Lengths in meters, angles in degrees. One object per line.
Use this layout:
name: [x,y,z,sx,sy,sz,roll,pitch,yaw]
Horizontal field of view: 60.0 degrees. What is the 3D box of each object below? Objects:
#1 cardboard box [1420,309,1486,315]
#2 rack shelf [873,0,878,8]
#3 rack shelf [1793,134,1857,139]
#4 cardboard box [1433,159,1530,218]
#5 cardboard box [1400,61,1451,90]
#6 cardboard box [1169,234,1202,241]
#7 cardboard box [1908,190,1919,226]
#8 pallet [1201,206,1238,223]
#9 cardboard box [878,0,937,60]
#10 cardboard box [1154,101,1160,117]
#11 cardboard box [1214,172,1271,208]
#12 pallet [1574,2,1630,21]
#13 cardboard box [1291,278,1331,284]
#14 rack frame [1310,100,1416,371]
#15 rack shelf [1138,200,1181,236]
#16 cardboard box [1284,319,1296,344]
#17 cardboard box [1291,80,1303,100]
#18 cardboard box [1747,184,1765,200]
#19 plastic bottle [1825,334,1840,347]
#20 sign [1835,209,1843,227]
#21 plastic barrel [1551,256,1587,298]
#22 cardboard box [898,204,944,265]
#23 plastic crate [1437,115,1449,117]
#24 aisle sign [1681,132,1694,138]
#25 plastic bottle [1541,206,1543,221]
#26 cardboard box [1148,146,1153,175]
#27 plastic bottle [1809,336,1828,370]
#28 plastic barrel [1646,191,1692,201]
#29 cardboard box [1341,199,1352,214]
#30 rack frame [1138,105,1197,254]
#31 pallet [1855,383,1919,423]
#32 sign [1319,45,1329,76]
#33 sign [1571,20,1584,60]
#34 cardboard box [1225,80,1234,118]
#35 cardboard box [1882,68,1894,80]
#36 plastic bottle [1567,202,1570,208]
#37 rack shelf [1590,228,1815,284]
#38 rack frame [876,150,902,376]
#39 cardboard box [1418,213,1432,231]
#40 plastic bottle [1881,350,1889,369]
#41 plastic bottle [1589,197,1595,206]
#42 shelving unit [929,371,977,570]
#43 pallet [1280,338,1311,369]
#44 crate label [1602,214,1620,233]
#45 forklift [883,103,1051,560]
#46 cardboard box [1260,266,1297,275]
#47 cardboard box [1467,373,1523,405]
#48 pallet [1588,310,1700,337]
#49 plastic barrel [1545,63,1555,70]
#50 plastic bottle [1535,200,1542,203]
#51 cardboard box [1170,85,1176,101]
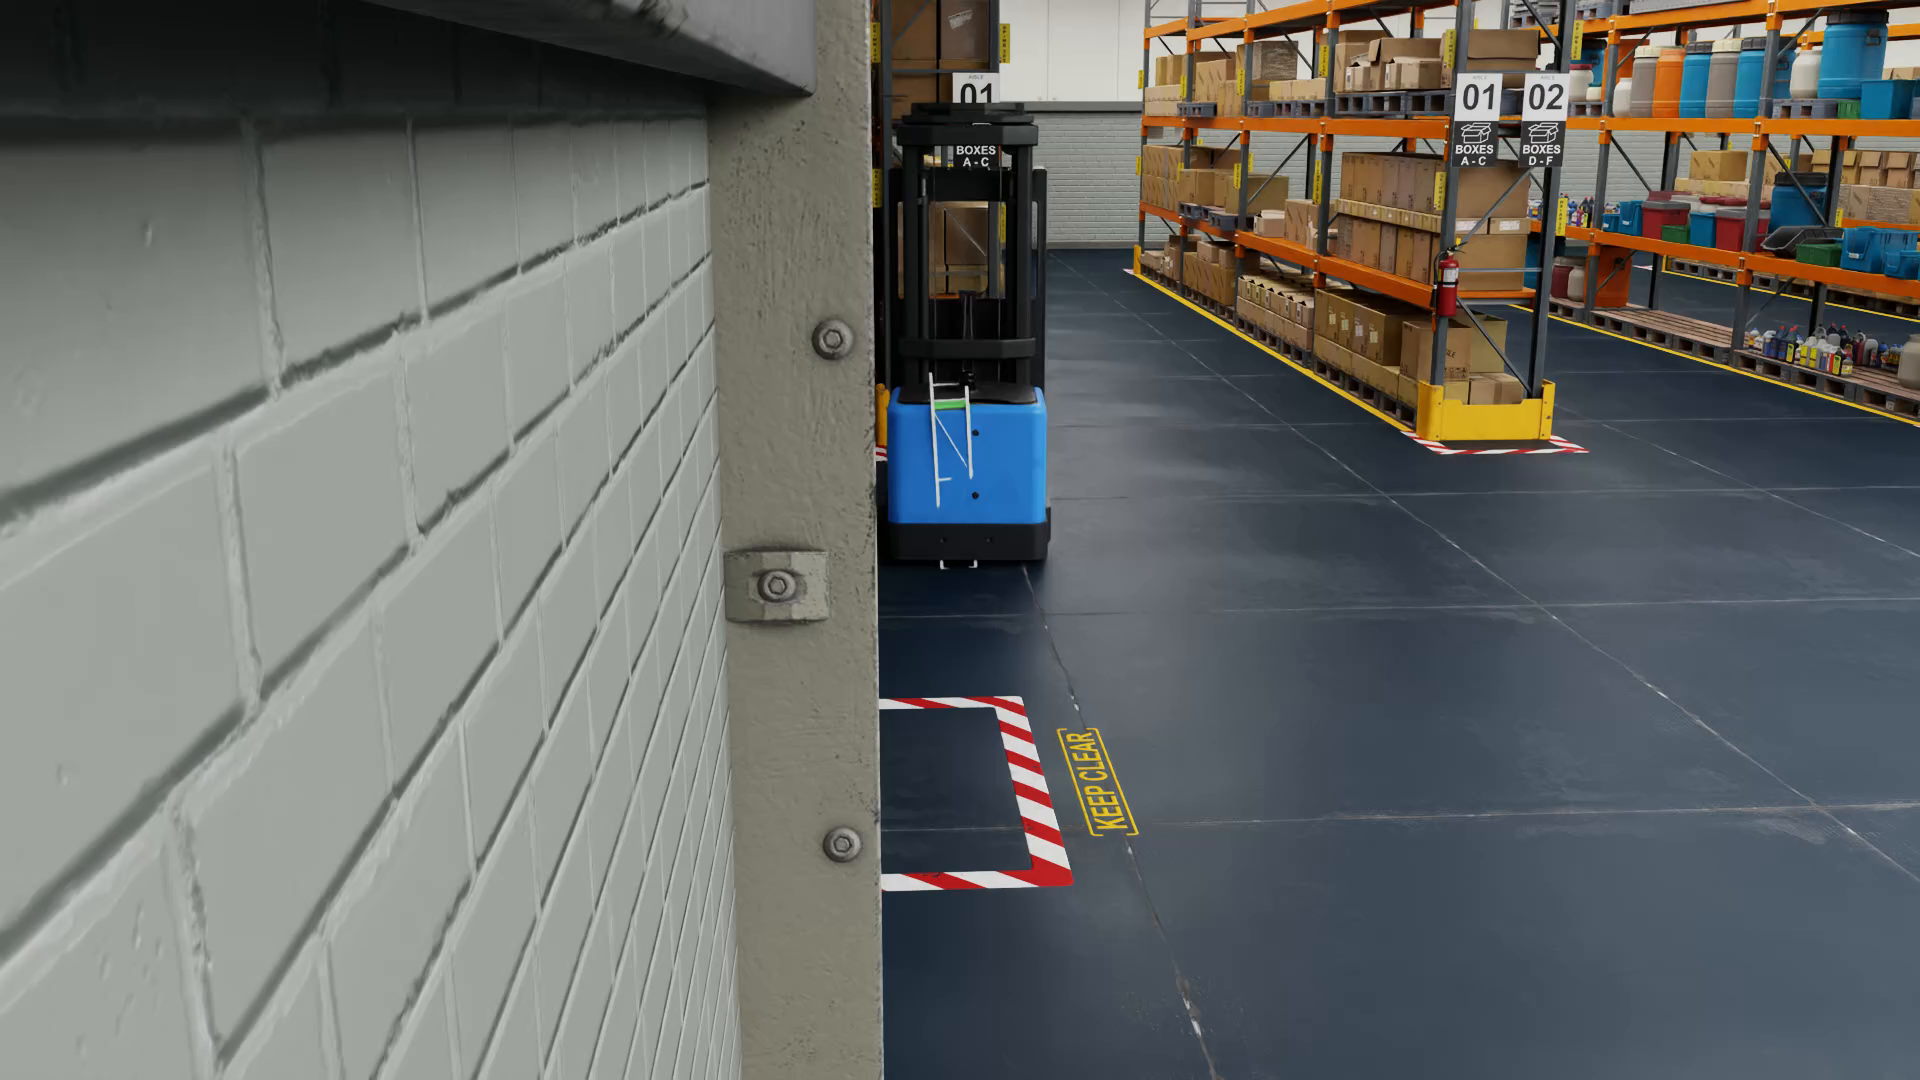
cardboard box: [4.890,-2.025,16.547,0.500,0.500,0.500,-1,14,-3]
rack shelf: [-0.290,-5.380,15.827,1.077,0.370,4.000,-1,14,-3]
rack shelf: [14.045,-6.148,24.825,1.077,0.370,4.000,-1,14,-3]
cardboard box: [4.758,-3.211,15.182,0.700,0.500,0.500,-1,14,-3]
cardboard box: [4.443,-4.338,15.525,0.500,0.250,0.500,-1,14,-3]
cardboard box: [4.066,-5.255,30.064,0.500,0.500,0.500,-1,14,-3]
cardboard box: [13.892,-4.714,23.626,0.500,0.500,0.500,0,14,-2]
pallet: [4.157,-4.785,24.489,1.003,0.211,1.213,-1,14,-3]
cardboard box: [-0.454,-4.425,14.440,0.500,0.500,0.500,0,14,-1]
cardboard box: [3.615,-7.383,28.484,0.500,0.250,0.500,-1,14,-3]
cardboard box: [4.205,-5.202,24.683,0.700,0.500,0.500,-5,15,-18]
pallet: [9.212,-7.270,22.904,1.213,0.211,1.003,-1,14,-3]
cardboard box: [4.599,-3.282,21.812,0.500,0.311,0.500,-1,14,-4]
rack frame: [4.530,-3.399,18.719,1.000,3.000,0.127,-1,14,-3]
rack shelf: [3.910,-5.538,28.475,1.077,0.370,4.000,-1,14,-3]
cardboard box: [4.185,-2.496,19.882,0.500,0.250,0.500,-1,14,-4]
cardboard box: [4.441,-5.593,20.684,0.500,0.250,0.500,-1,14,-5]
cardboard box: [13.598,-5.847,27.935,0.500,0.250,0.500,0,14,-2]
plastic bottle: [9.667,-2.157,18.473,0.152,0.276,0.135,-1,14,-3]
sign: [10.024,-3.615,19.000,0.100,0.325,0.005,-1,14,-3]
plastic barrel: [9.109,-3.908,24.691,0.600,0.588,0.708,-1,14,-3]
cardboard box: [-0.408,-2.741,14.917,0.500,0.500,0.500,-1,14,-4]
plastic crate: [8.551,-7.498,28.752,0.504,0.338,0.767,-1,14,-3]
aisle sign: [13.370,-7.808,30.637,0.394,0.787,0.004,-1,14,-3]
plastic bottle: [8.685,-4.871,24.671,0.061,0.283,0.133,-1,14,-3]
cardboard box: [3.591,-6.672,29.232,0.500,0.500,0.500,-1,14,-3]
plastic bottle: [9.159,-1.999,17.710,0.144,0.351,0.185,0,14,-1]
plastic barrel: [9.557,-4.425,22.432,0.600,0.536,0.708,-1,14,-3]
cardboard box: [4.369,-3.630,18.112,0.380,0.149,0.250,-1,14,-3]
rack frame: [3.786,-6.384,30.318,1.000,3.000,0.127,-1,14,-3]
pallet: [9.625,-1.350,16.350,1.003,0.211,1.213,-1,14,-3]
sign: [3.989,-5.244,18.200,0.100,0.325,0.005,-1,14,-3]
sign: [5.332,-4.326,14.388,0.100,0.325,0.005,-1,14,-3]
cardboard box: [4.190,-6.130,23.112,0.910,0.500,0.500,-1,14,-3]
cardboard box: [14.022,-6.760,24.711,0.797,0.503,0.637,-1,14,-4]
plastic bottle: [9.264,-5.053,25.404,0.097,0.271,0.097,0,14,0]
rack shelf: [9.350,-3.624,21.035,1.077,0.370,4.000,-1,14,-3]
rack frame: [-0.414,-3.322,18.418,1.000,3.000,0.127,-1,14,-3]
cardboard box: [4.530,-2.988,15.617,0.380,0.149,0.250,-1,14,-4]
plastic bottle: [9.887,-1.929,17.735,0.097,0.201,0.097,0,14,0]
plastic bottle: [9.430,-4.943,24.818,0.144,0.351,0.185,-1,14,-3]
shelving unit: [-0.046,-0.458,10.848,0.258,1.200,0.503,-3,17,-1]
pallet: [4.445,-2.232,19.776,1.003,0.211,1.213,-1,14,-3]
crate label: [8.878,-4.278,22.470,0.303,0.233,0.416,-1,14,-3]
forklift: [0.054,-1.597,11.851,1.130,2.935,3.031,0,14,0]
cardboard box: [4.501,-3.644,23.805,0.500,0.500,0.500,-1,14,-5]
cardboard box: [4.966,-1.413,15.675,0.500,0.250,0.500,-1,14,-3]
pallet: [9.235,-2.926,22.475,1.003,0.211,1.213,-1,14,-3]
plastic barrel: [9.237,-6.988,25.426,0.600,0.588,0.600,0,14,0]
plastic bottle: [8.836,-5.056,25.405,0.152,0.276,0.135,-1,14,-3]
cardboard box: [3.705,-7.252,26.972,0.500,0.250,0.500,-1,14,-3]
